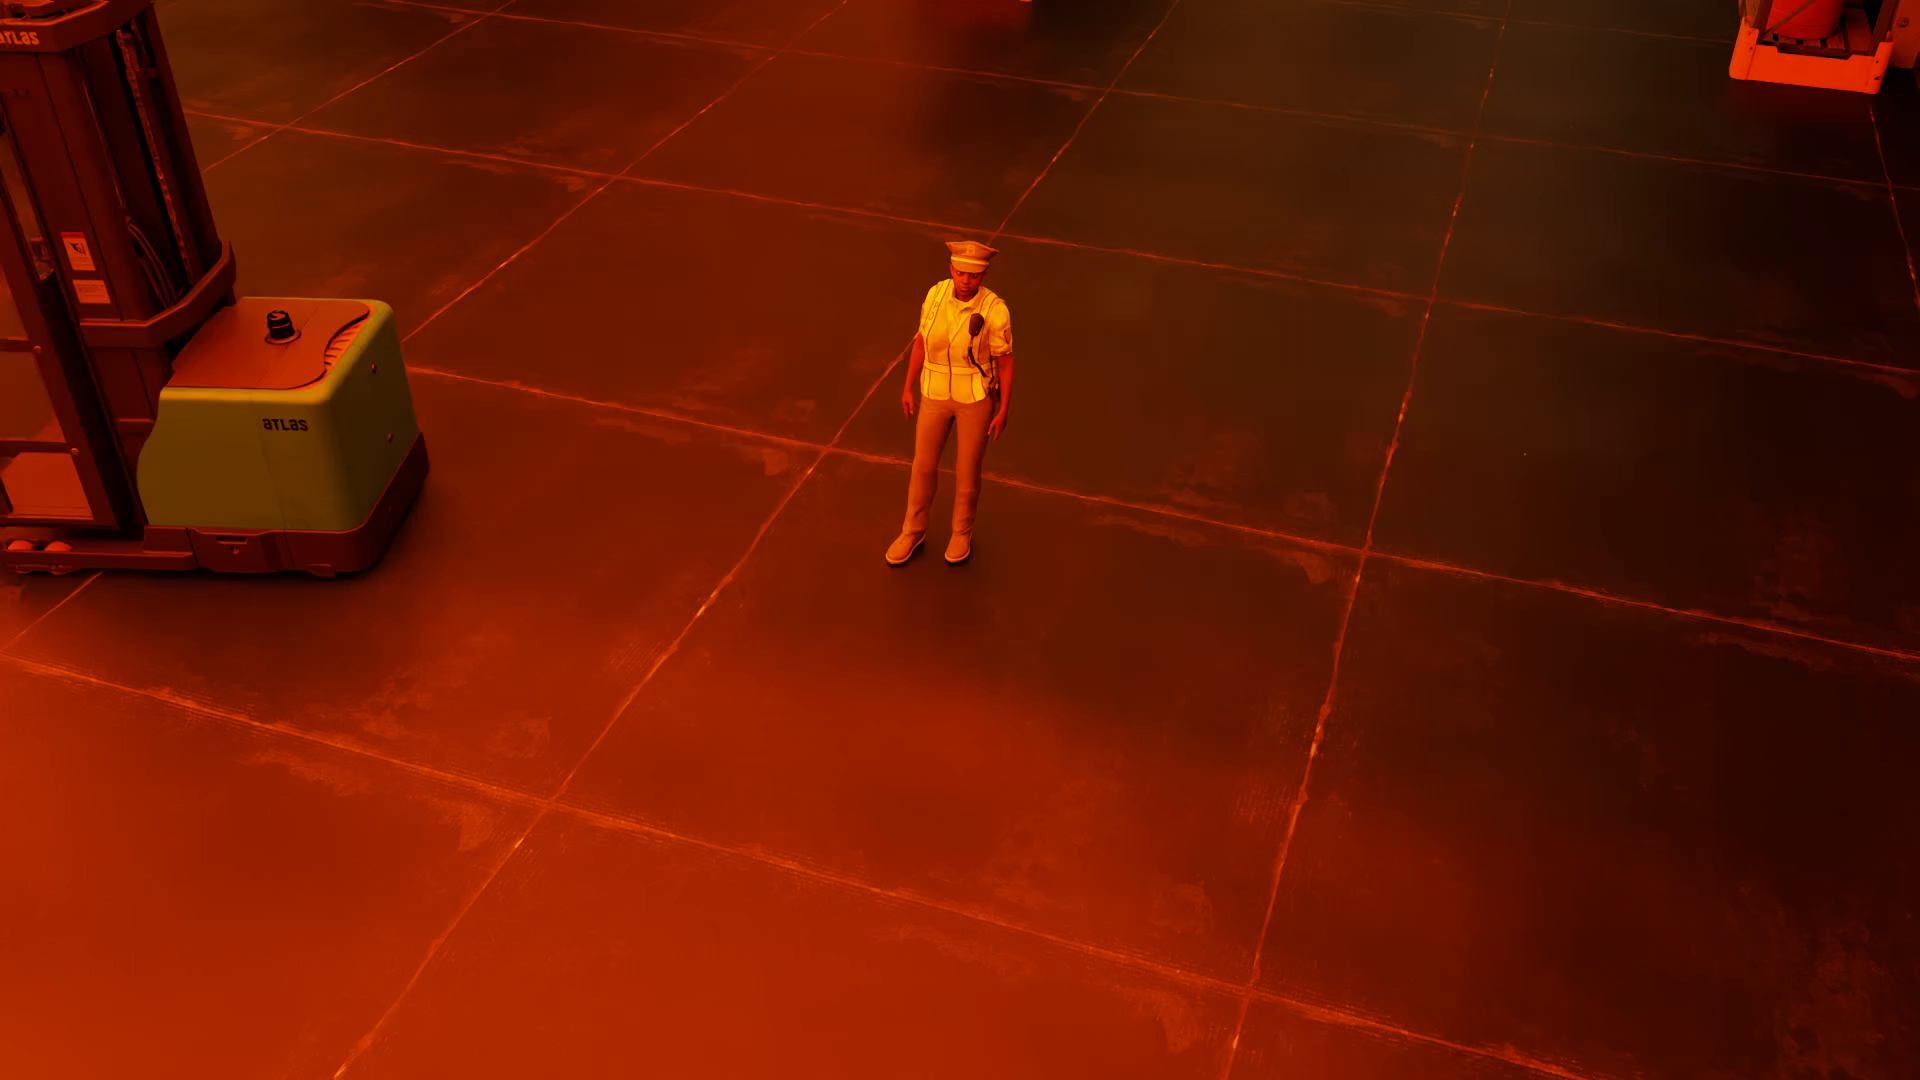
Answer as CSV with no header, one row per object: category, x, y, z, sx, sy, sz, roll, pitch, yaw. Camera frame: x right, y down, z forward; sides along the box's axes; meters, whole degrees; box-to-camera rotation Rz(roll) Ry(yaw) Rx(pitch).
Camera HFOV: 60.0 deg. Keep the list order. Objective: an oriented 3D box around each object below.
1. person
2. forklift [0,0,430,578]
person,-0.044,-0.660,8.099,0.569,1.694,0.530,12,37,16
forklift,-4.427,-1.323,7.977,3.031,2.935,1.130,2,35,2
